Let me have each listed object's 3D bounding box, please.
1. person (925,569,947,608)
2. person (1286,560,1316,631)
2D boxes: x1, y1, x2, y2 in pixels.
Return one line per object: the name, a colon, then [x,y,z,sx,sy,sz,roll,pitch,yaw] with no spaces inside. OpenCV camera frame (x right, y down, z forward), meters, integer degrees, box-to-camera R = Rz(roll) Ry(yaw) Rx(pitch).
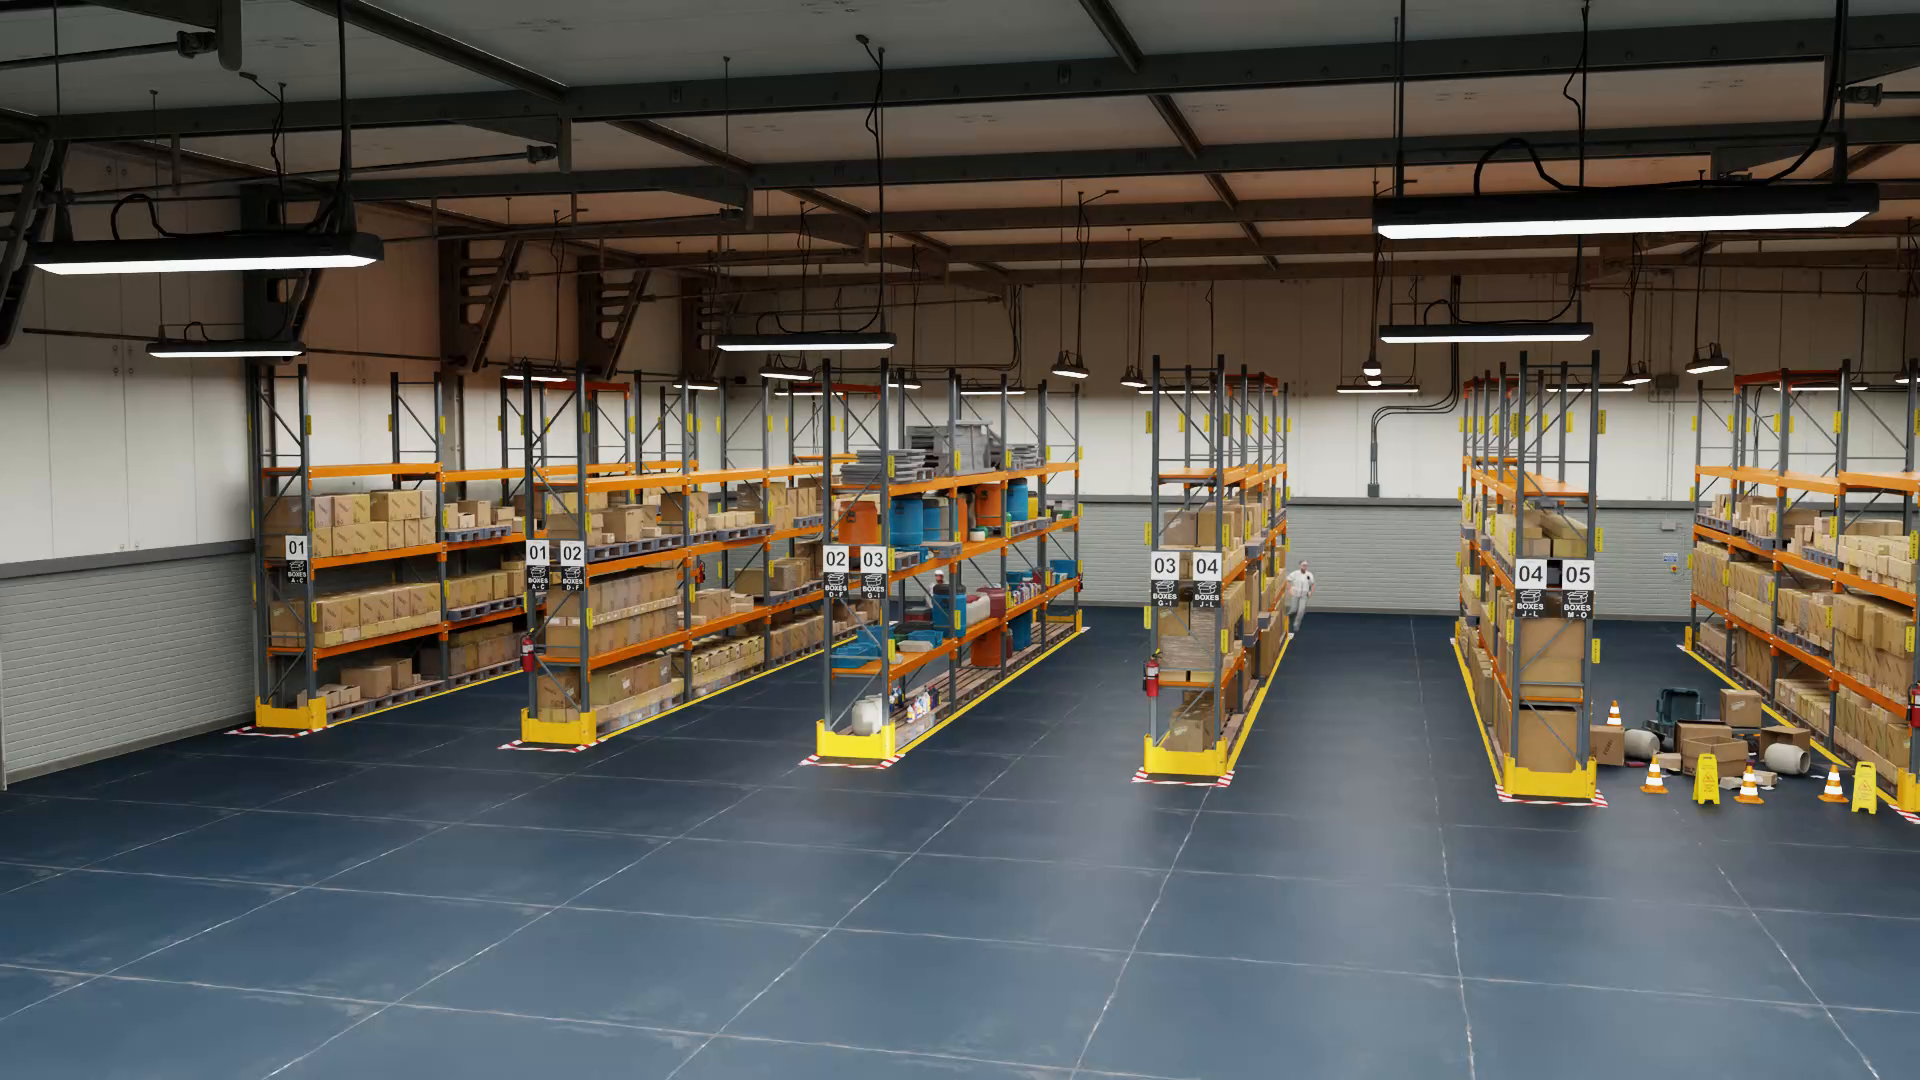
person: [-0.493,1.556,37.221,0.636,1.799,0.725,0,4,7]
person: [8.333,1.342,40.651,0.717,1.735,0.568,0,4,-2]
